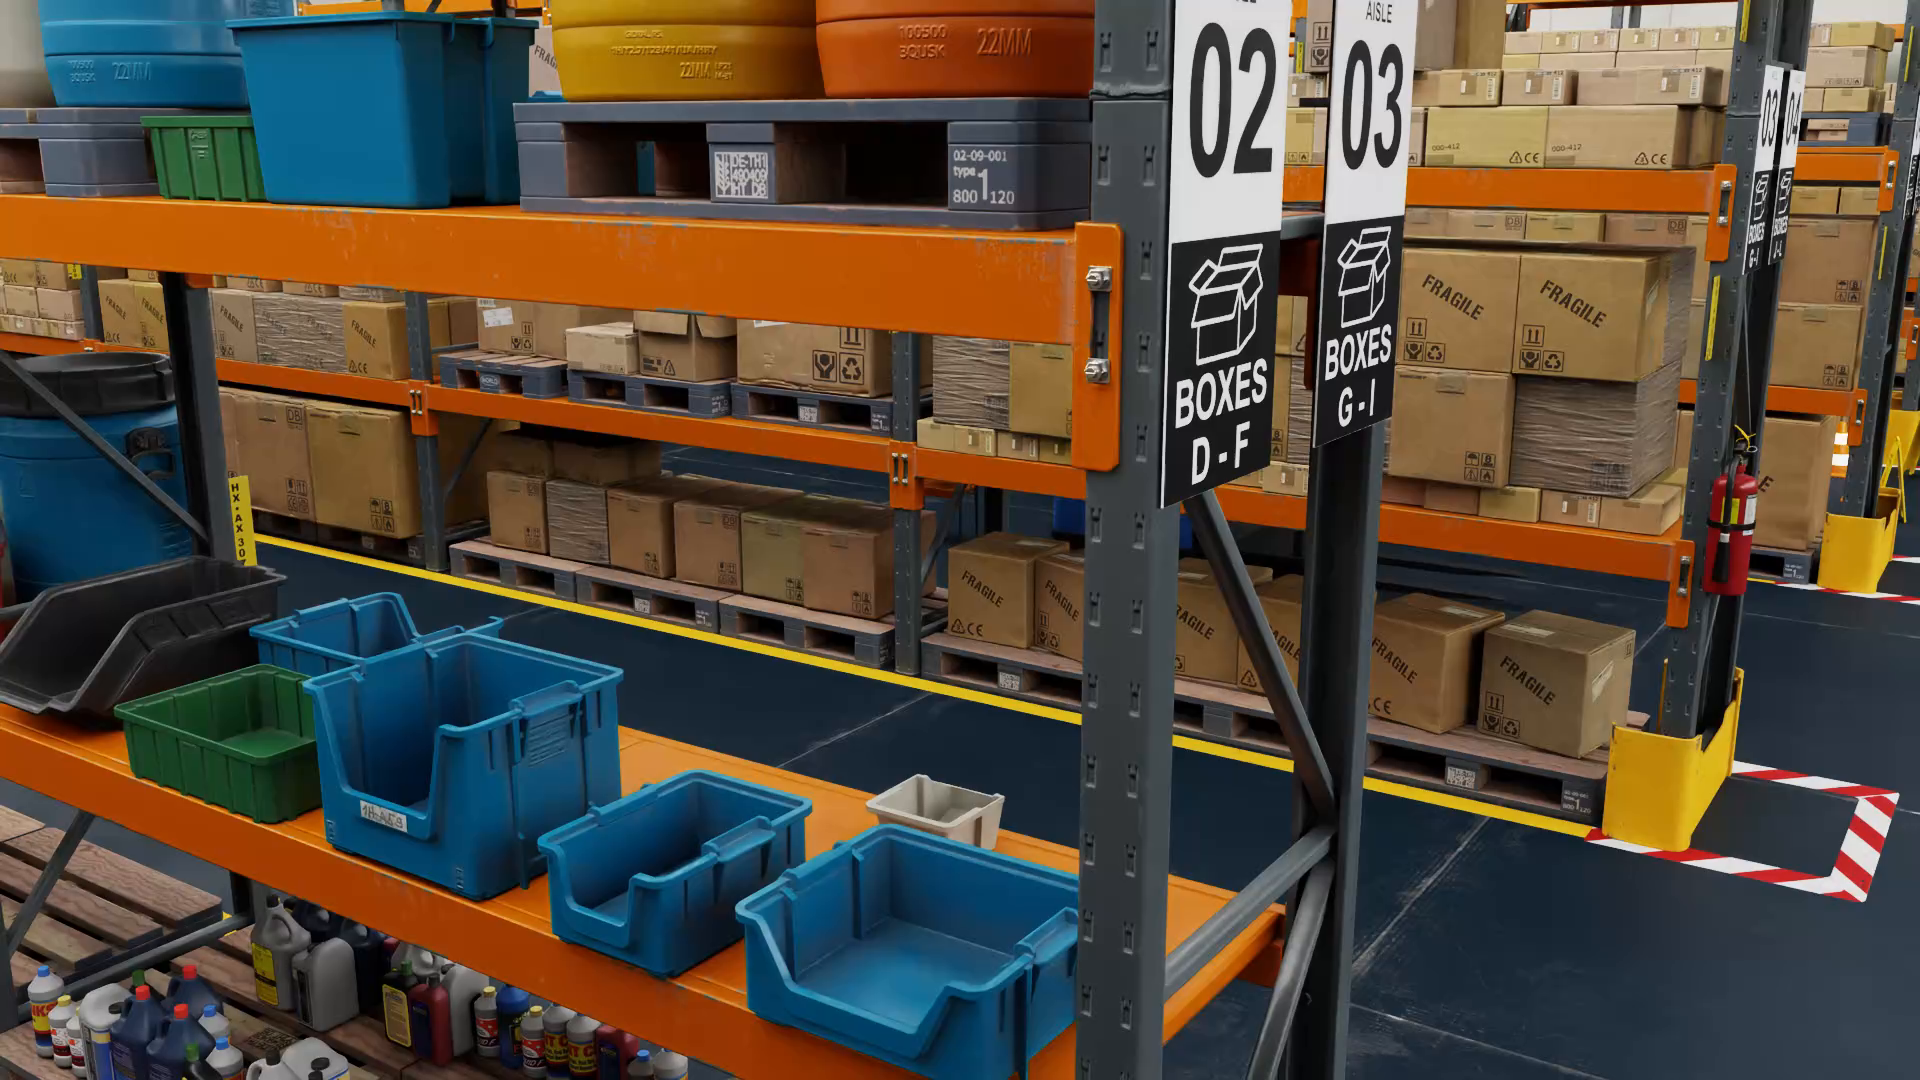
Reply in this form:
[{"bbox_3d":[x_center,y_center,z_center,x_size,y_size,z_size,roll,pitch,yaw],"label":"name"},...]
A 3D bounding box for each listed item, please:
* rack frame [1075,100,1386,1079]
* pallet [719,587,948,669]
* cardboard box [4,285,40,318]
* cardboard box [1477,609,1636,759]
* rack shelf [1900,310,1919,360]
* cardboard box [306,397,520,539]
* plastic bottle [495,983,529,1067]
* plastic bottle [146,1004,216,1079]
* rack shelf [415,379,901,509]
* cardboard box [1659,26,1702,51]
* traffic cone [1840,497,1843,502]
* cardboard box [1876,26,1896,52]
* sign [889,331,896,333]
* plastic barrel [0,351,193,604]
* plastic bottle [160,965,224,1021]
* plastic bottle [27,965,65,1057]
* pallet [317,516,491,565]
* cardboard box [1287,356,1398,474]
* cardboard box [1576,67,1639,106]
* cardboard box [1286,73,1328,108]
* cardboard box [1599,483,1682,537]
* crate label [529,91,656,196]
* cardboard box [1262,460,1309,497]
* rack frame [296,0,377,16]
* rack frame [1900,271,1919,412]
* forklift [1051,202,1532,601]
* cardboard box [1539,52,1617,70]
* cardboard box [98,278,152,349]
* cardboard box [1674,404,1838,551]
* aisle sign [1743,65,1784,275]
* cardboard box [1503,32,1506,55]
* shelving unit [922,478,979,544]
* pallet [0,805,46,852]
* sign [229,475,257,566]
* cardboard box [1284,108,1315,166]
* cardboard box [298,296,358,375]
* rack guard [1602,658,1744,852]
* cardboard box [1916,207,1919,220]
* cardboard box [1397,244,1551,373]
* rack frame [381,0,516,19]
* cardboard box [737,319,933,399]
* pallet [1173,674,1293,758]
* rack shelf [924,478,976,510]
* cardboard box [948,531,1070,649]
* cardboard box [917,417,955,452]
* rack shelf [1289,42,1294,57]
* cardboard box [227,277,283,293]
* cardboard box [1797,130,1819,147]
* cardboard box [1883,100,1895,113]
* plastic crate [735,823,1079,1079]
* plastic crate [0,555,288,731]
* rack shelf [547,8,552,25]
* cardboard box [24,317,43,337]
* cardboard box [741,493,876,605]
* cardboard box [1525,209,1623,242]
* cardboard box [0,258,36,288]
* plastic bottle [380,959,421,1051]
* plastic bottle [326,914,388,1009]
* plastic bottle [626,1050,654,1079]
[{"bbox_3d":[0.520,0.724,3.156,0.127,3.000,1.000,9,17,33],"label":"rack frame"},{"bbox_3d":[-0.682,0.449,10.069,1.213,0.211,1.003,9,17,33],"label":"pallet"},{"bbox_3d":[-7.617,-2.020,13.935,0.500,0.250,0.500,10,17,34],"label":"cardboard box"},{"bbox_3d":[2.776,0.659,7.748,0.500,0.500,0.500,13,19,43],"label":"cardboard box"},{"bbox_3d":[7.156,-2.159,16.298,4.000,0.370,1.077,9,17,33],"label":"rack shelf"},{"bbox_3d":[-3.915,-0.606,12.075,0.875,0.875,1.225,8,16,30],"label":"cardboard box"},{"bbox_3d":[-1.346,1.443,5.014,0.097,0.271,0.097,0,14,0],"label":"plastic bottle"},{"bbox_3d":[-2.204,1.476,4.715,0.185,0.351,0.144,8,16,30],"label":"plastic bottle"},{"bbox_3d":[-1.694,-0.719,10.483,4.000,0.370,1.077,9,17,33],"label":"rack shelf"},{"bbox_3d":[4.826,-3.326,11.057,0.250,0.149,0.380,9,17,33],"label":"cardboard box"},{"bbox_3d":[7.401,-0.542,13.548,0.334,0.463,0.336,9,17,33],"label":"traffic cone"},{"bbox_3d":[6.037,-3.321,11.035,0.250,0.149,0.380,9,17,33],"label":"cardboard box"},{"bbox_3d":[-0.342,-1.251,8.725,0.005,0.325,0.100,9,17,33],"label":"sign"},{"bbox_3d":[-2.951,-0.168,5.717,0.708,0.901,0.600,9,17,33],"label":"plastic barrel"},{"bbox_3d":[-2.280,1.422,4.933,0.185,0.351,0.144,9,17,33],"label":"plastic bottle"},{"bbox_3d":[-2.779,1.428,5.073,0.097,0.271,0.097,0,14,0],"label":"plastic bottle"},{"bbox_3d":[-3.966,-0.104,12.303,1.213,0.211,1.003,9,17,33],"label":"pallet"},{"bbox_3d":[1.971,-0.655,7.898,0.500,0.500,0.875,9,17,33],"label":"cardboard box"},{"bbox_3d":[2.729,-1.874,6.890,0.250,0.149,0.380,9,16,31],"label":"cardboard box"},{"bbox_3d":[1.603,-2.037,7.551,0.250,0.149,0.380,8,16,30],"label":"cardboard box"},{"bbox_3d":[2.933,-0.139,7.164,0.250,0.149,0.380,9,17,33],"label":"cardboard box"},{"bbox_3d":[-0.849,-0.977,4.094,0.408,0.251,0.502,9,17,33],"label":"crate label"},{"bbox_3d":[1.629,-0.319,7.892,0.250,0.149,0.380,9,17,33],"label":"cardboard box"},{"bbox_3d":[-7.140,-6.297,19.033,0.127,3.000,1.000,9,17,33],"label":"rack frame"},{"bbox_3d":[8.815,-2.240,15.128,0.127,3.000,1.000,9,17,33],"label":"rack frame"},{"bbox_3d":[2.148,-1.108,10.698,3.031,2.935,1.130,8,16,30],"label":"forklift"},{"bbox_3d":[4.326,-3.231,11.503,0.500,0.250,0.500,9,17,33],"label":"cardboard box"},{"bbox_3d":[-6.431,-1.810,13.184,0.500,0.500,0.500,9,17,33],"label":"cardboard box"},{"bbox_3d":[5.537,-0.489,11.605,0.875,0.875,0.875,9,17,33],"label":"cardboard box"},{"bbox_3d":[3.168,-1.457,6.558,0.004,0.787,0.394,9,17,33],"label":"aisle sign"},{"bbox_3d":[3.777,-3.496,11.743,0.250,0.149,0.380,9,17,33],"label":"cardboard box"},{"bbox_3d":[-0.137,-0.605,12.269,0.503,1.200,0.258,9,17,33],"label":"shelving unit"},{"bbox_3d":[-4.489,1.280,6.713,1.213,0.211,1.003,9,17,33],"label":"pallet"},{"bbox_3d":[-2.483,-0.055,5.727,0.005,0.325,0.100,9,17,33],"label":"sign"},{"bbox_3d":[1.486,-1.864,7.681,0.500,0.250,0.500,9,16,32],"label":"cardboard box"},{"bbox_3d":[-4.312,-1.470,11.810,0.500,0.500,0.500,9,17,32],"label":"cardboard box"},{"bbox_3d":[3.221,0.940,7.487,0.348,0.500,1.175,9,17,33],"label":"rack guard"},{"bbox_3d":[10.945,-3.770,19.135,0.250,0.149,0.380,9,17,33],"label":"cardboard box"},{"bbox_3d":[2.272,-1.032,7.343,0.500,0.500,0.500,9,17,33],"label":"cardboard box"},{"bbox_3d":[-3.354,-4.249,10.759,0.127,3.000,1.000,9,17,33],"label":"rack frame"},{"bbox_3d":[-0.616,-1.430,9.734,1.000,1.000,1.000,9,17,33],"label":"cardboard box"},{"bbox_3d":[1.559,0.800,8.652,1.213,0.211,1.003,9,17,33],"label":"pallet"},{"bbox_3d":[-0.137,-0.347,12.333,0.480,0.148,0.258,9,17,33],"label":"rack shelf"},{"bbox_3d":[0.275,0.271,9.314,0.500,0.500,0.500,9,16,31],"label":"cardboard box"},{"bbox_3d":[-0.024,-0.589,8.984,0.250,0.149,0.380,9,17,33],"label":"cardboard box"},{"bbox_3d":[3.285,-6.940,23.959,4.000,0.370,1.077,9,17,33],"label":"rack shelf"},{"bbox_3d":[-5.051,-2.150,12.470,0.637,0.503,0.797,10,17,35],"label":"cardboard box"},{"bbox_3d":[7.764,-3.682,15.236,0.250,0.149,0.380,9,17,33],"label":"cardboard box"},{"bbox_3d":[8.240,-3.782,14.810,0.500,0.250,0.500,9,16,32],"label":"cardboard box"},{"bbox_3d":[-0.062,0.789,3.204,0.616,0.251,0.499,9,17,33],"label":"plastic crate"},{"bbox_3d":[-2.436,0.313,4.945,0.504,0.338,0.767,9,17,33],"label":"plastic crate"},{"bbox_3d":[-2.161,-4.949,15.917,4.000,0.370,1.077,9,17,33],"label":"rack shelf"},{"bbox_3d":[-7.535,-1.796,13.857,0.250,0.149,0.380,9,16,32],"label":"cardboard box"},{"bbox_3d":[-0.918,0.045,10.184,0.500,0.500,0.700,9,17,32],"label":"cardboard box"},{"bbox_3d":[4.441,-2.096,11.989,0.500,0.550,0.875,9,17,33],"label":"cardboard box"},{"bbox_3d":[-7.617,-2.385,13.847,0.500,0.500,0.500,9,17,33],"label":"cardboard box"},{"bbox_3d":[-1.712,1.414,5.105,0.133,0.283,0.061,9,17,33],"label":"plastic bottle"},{"bbox_3d":[-1.945,1.314,5.368,0.185,0.351,0.144,8,16,30],"label":"plastic bottle"},{"bbox_3d":[-0.896,1.550,4.729,0.097,0.201,0.097,0,14,0],"label":"plastic bottle"}]
